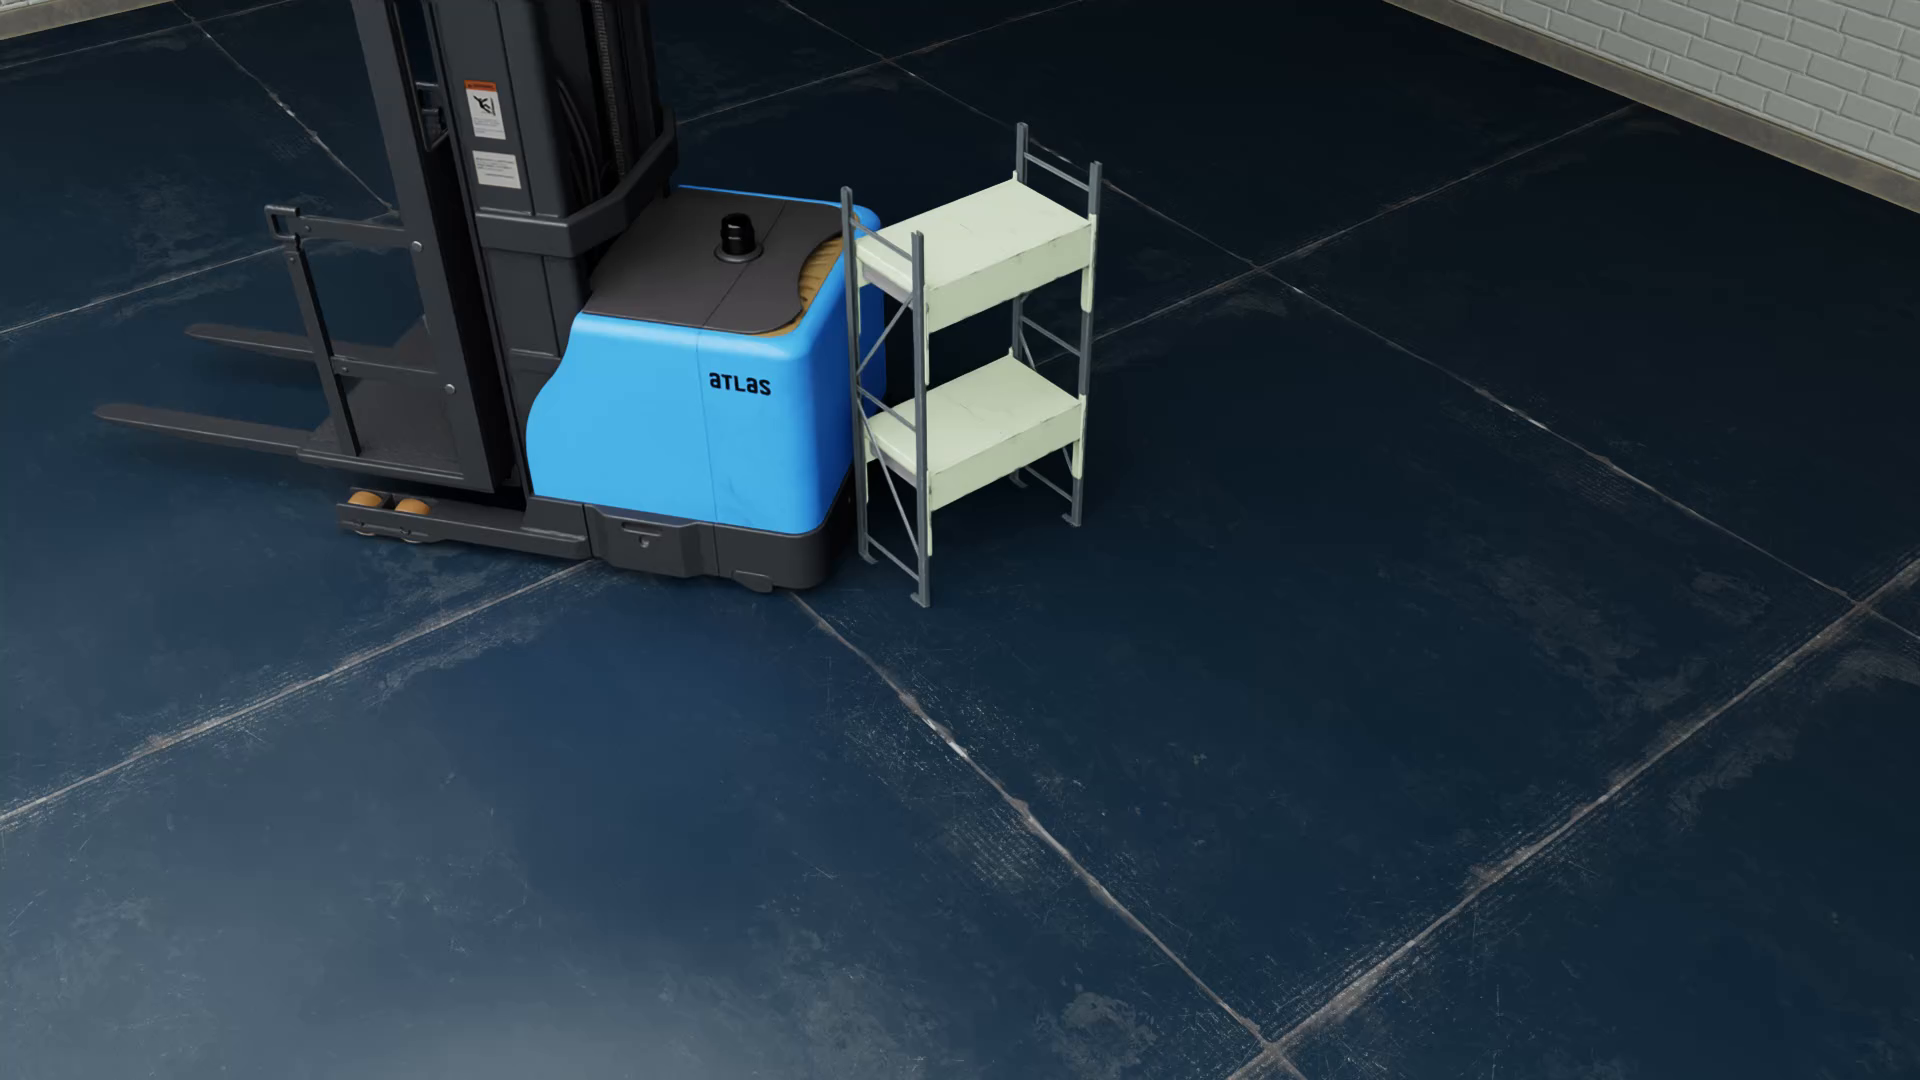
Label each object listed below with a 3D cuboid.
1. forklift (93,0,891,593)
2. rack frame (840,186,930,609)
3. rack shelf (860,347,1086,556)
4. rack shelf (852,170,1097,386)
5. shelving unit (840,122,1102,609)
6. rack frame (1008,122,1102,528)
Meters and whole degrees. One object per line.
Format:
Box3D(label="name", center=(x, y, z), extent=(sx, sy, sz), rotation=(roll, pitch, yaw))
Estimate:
Box3D(label="forklift", center=(-1.845, -1.437, 5.691), extent=(3.031, 2.935, 1.130), rotation=(9, 40, 10))
Box3D(label="rack frame", center=(-0.243, -0.435, 5.598), extent=(0.023, 1.500, 0.400), rotation=(-27, 47, -29))
Box3D(label="rack shelf", center=(0.041, -0.330, 5.983), extent=(0.720, 0.370, 0.431), rotation=(-27, 47, -29))
Box3D(label="rack shelf", center=(0.041, -0.883, 5.529), extent=(0.720, 0.370, 0.431), rotation=(-27, 47, -29))
Box3D(label="shelving unit", center=(0.041, -0.582, 5.776), extent=(0.755, 1.500, 0.431), rotation=(-27, 47, -29))
Box3D(label="rack frame", center=(0.325, -0.728, 5.955), extent=(0.023, 1.500, 0.400), rotation=(-27, 47, -29))
